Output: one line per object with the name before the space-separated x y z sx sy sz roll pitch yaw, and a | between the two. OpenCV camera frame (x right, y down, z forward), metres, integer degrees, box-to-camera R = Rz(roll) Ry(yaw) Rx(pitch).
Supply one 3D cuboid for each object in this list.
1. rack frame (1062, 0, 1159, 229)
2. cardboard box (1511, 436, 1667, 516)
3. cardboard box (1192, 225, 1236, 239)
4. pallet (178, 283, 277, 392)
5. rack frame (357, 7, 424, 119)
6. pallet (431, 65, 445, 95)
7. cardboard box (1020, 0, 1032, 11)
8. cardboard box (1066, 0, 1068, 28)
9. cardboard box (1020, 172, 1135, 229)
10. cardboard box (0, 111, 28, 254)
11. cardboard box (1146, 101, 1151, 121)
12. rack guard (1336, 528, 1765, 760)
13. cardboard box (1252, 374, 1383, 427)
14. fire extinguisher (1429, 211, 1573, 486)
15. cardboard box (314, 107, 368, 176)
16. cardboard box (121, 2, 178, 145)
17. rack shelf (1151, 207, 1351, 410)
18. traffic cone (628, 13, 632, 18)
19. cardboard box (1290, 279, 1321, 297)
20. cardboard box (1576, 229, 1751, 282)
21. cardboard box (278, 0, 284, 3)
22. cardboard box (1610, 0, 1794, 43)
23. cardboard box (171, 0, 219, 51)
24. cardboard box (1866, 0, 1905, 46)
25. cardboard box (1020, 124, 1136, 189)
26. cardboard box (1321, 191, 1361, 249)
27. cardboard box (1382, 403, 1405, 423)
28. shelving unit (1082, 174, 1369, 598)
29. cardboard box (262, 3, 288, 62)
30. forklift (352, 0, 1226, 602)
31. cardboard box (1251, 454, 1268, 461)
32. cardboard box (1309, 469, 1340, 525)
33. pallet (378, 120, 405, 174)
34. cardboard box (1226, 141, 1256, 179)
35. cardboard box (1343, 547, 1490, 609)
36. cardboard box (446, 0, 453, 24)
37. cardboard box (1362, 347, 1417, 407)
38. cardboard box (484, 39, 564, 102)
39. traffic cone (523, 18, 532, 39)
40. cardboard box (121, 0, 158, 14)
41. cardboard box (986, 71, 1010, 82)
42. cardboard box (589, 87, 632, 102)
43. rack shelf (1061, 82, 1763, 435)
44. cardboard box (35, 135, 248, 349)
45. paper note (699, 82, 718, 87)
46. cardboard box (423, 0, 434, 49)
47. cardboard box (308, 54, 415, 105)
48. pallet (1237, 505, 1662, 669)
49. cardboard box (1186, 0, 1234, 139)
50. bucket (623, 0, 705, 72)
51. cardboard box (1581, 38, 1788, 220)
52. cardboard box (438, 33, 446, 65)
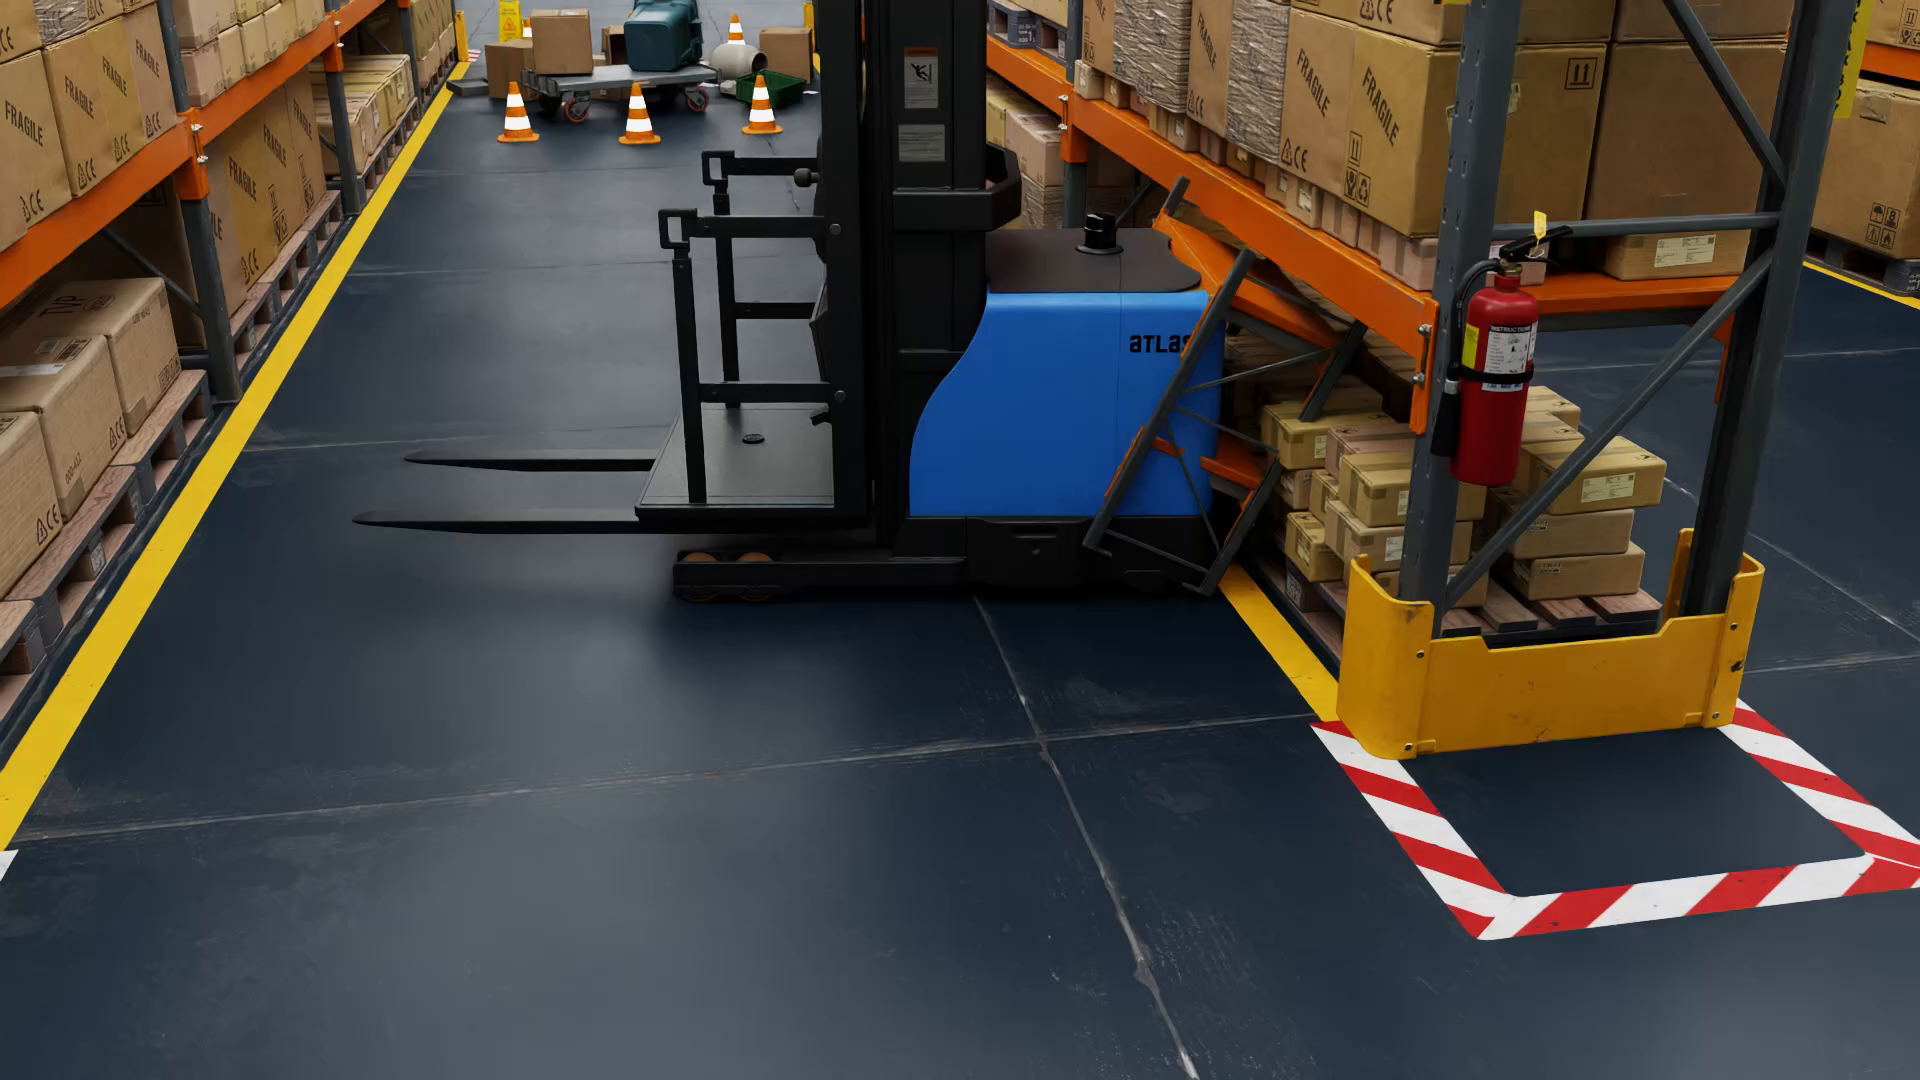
rack frame | 1.012 -2.389 7.973 1.000 3.000 0.127 -4 24 -10
cardboard box | 1.988 -0.206 5.268 0.380 0.149 0.250 -5 24 -12
cardboard box | 1.333 -1.427 8.064 0.380 0.149 0.250 -4 24 -8
pallet | -4.051 -1.003 8.284 1.003 0.211 1.213 -4 24 -10
rack frame | -5.314 -5.130 14.248 1.000 3.000 0.127 -4 24 -10
pallet | -5.701 -4.595 16.506 1.003 0.211 1.213 -4 24 -10
cardboard box | 0.548 -3.016 9.198 0.380 0.149 0.250 -5 24 -12
cardboard box | 0.744 -2.608 8.264 0.380 0.149 0.250 -5 24 -11
cardboard box | 0.627 -1.709 9.013 0.500 0.500 0.500 -5 24 -11
cardboard box | -3.098 -1.064 4.814 0.500 0.500 0.500 -4 24 -10
cardboard box | 1.009 -1.834 7.016 0.380 0.149 0.250 -5 24 -12
rack guard | 1.737 0.300 4.940 1.175 0.500 0.348 -4 24 -10
cardboard box | 1.256 -0.466 5.864 0.380 0.149 0.250 -5 24 -12
fire extinguisher | 1.344 -0.477 4.156 0.296 0.674 0.183 -4 24 -10
cardboard box | -4.669 -2.768 11.598 0.950 0.372 0.625 -6 24 -13
cardboard box | -3.497 -1.866 6.649 0.500 0.500 0.500 -4 24 -9
rack shelf | 0.966 -0.824 5.864 0.538 0.278 1.000 22 21 -14
traffic cone | -3.678 -5.683 18.684 0.336 0.463 0.334 -4 24 -10
cardboard box | 1.585 -1.025 7.143 0.380 0.149 0.250 -5 24 -12
cardboard box | 2.014 -0.853 4.768 0.380 0.149 0.250 -4 24 -10
cardboard box | -4.021 -3.144 9.264 0.500 0.250 0.500 -5 24 -11
cardboard box | 1.929 -1.653 4.540 0.500 0.500 0.500 -4 24 -10
cardboard box | -3.638 -2.338 7.417 0.500 0.250 0.500 -5 24 -11
cardboard box | 5.465 -3.121 9.524 0.500 0.500 0.500 -4 24 -8
cardboard box | 0.626 -2.054 8.867 0.500 0.250 0.500 -5 24 -11
cardboard box | 1.343 -1.006 5.120 0.380 0.149 0.250 -5 24 -10
cardboard box | 1.696 -0.471 6.247 0.380 0.149 0.250 -5 24 -12
shelving unit | 0.841 -0.580 5.968 0.538 1.125 1.048 22 21 -14
cardboard box | -3.916 -2.711 8.896 0.500 0.250 0.500 -5 24 -11
forklift | -0.627 -1.342 5.661 3.031 2.935 1.130 0 24 0
cardboard box | 1.171 -0.289 6.202 0.380 0.149 0.250 -5 24 -12
cardboard box | 1.378 -0.132 5.469 0.380 0.149 0.250 -5 24 -11
pallet | -4.939 -3.065 13.004 1.003 0.211 1.213 -4 24 -10
cardboard box | 1.197 -1.425 6.078 0.380 0.149 0.250 -4 24 -9
cardboard box | 1.449 0.106 5.296 0.380 0.149 0.250 -4 24 -9
cardboard box | -5.649 -5.684 17.490 0.500 0.500 0.500 -4 24 -9
cardboard box | 1.729 -0.615 6.205 0.380 0.149 0.250 -3 24 -8
cardboard box | -4.174 -4.508 15.944 0.500 0.500 0.500 13 27 27
traffic cone | -4.706 -5.467 18.190 0.336 0.463 0.334 -4 24 -10
cardboard box | -3.476 -2.322 6.445 0.500 0.500 0.500 -5 24 -10
cardboard box | 0.256 -2.865 10.723 0.500 0.250 0.500 -5 24 -10
cardboard box | -3.355 -4.356 15.893 0.396 0.266 0.258 18 29 36
rack shelf | 1.382 -1.273 6.316 1.077 0.370 4.000 -4 24 -10
cardboard box | -4.027 -1.440 7.929 0.875 0.875 0.875 -4 24 -8
paper note | -2.517 -4.571 16.687 0.172 0.023 0.155 4 24 9
cardboard box | -5.268 -4.868 15.622 0.500 0.500 0.500 -3 24 -8
cardboard box | -5.214 -3.912 14.218 0.950 0.372 0.625 -4 24 -9
pallet | 1.622 0.110 5.735 1.003 0.211 1.213 -4 24 -10
cardboard box | 1.140 -1.755 6.023 0.500 0.500 0.500 -3 24 -7
bucket | -2.758 -4.615 15.261 0.726 0.611 0.620 4 34 9
cardboard box | 1.940 -1.195 4.742 0.500 0.500 0.500 -3 24 -7
cardboard box | -5.449 -4.928 16.696 0.500 0.250 0.500 -5 24 -12
